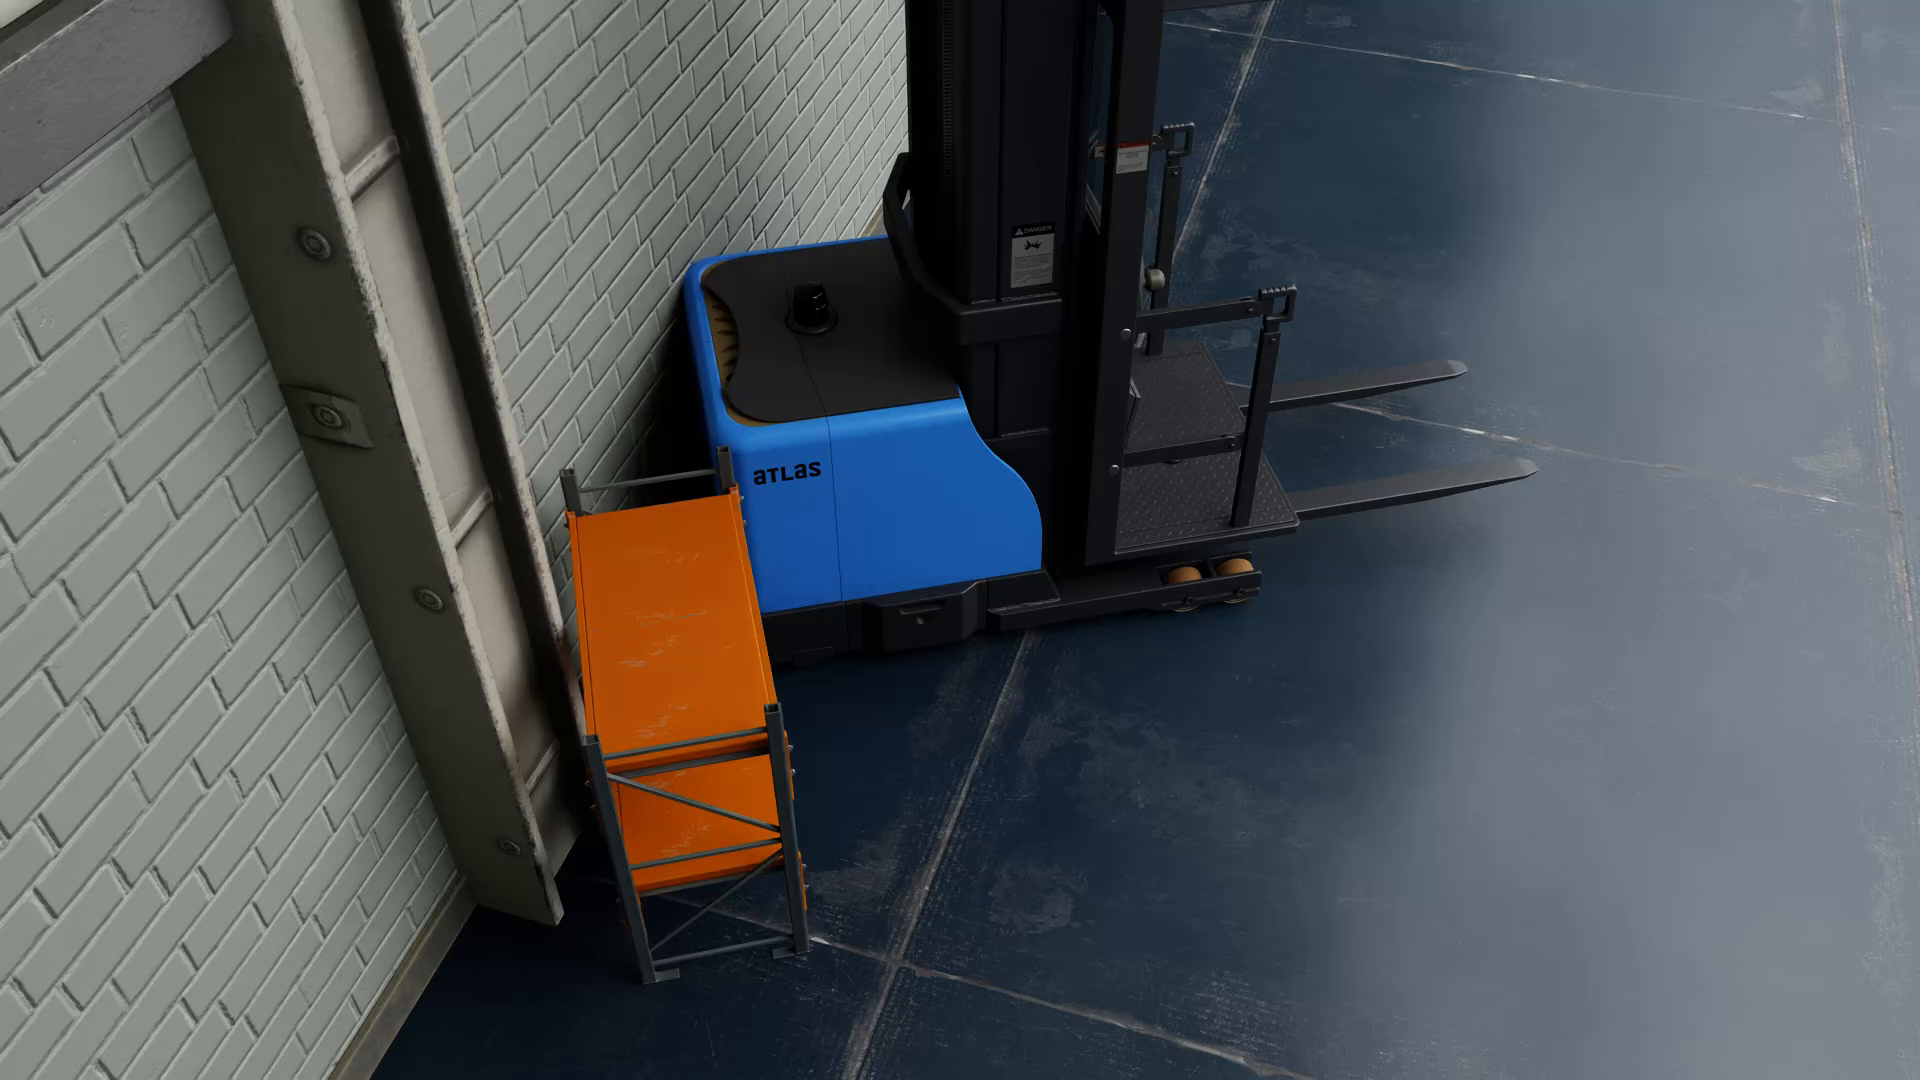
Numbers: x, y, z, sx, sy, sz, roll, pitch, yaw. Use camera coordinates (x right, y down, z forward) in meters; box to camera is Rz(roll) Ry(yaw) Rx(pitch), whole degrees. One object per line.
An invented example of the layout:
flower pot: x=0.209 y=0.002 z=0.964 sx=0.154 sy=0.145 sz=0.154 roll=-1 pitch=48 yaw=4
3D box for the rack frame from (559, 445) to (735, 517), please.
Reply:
rack frame: x=-0.923 y=0.170 z=5.272 sx=0.500 sy=1.125 sz=0.032 roll=-9 pitch=45 yaw=-9

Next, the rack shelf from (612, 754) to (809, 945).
rack shelf: x=-0.810 y=0.691 z=5.089 sx=0.538 sy=0.278 sz=1.000 roll=-9 pitch=45 yaw=-9

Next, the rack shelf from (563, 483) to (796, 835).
rack shelf: x=-0.810 y=0.307 z=4.713 sx=0.538 sy=0.278 sz=1.000 roll=-9 pitch=45 yaw=-9

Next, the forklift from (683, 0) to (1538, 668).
forklift: x=0.607 y=-1.143 z=5.322 sx=3.031 sy=2.935 sz=1.130 roll=-9 pitch=45 yaw=-9

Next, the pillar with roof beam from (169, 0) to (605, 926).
pillar with roof beam: x=2.790 y=-1.295 z=1.139 sx=9.100 sy=9.000 sz=0.400 roll=13 pitch=46 yaw=13

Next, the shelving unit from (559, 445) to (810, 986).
shelving unit: x=-0.810 y=0.516 z=4.918 sx=0.538 sy=1.125 sz=1.048 roll=-9 pitch=45 yaw=-9

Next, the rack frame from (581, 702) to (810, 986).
rack frame: x=-0.697 y=0.863 z=4.564 sx=0.500 sy=1.125 sz=0.032 roll=-9 pitch=45 yaw=-9
